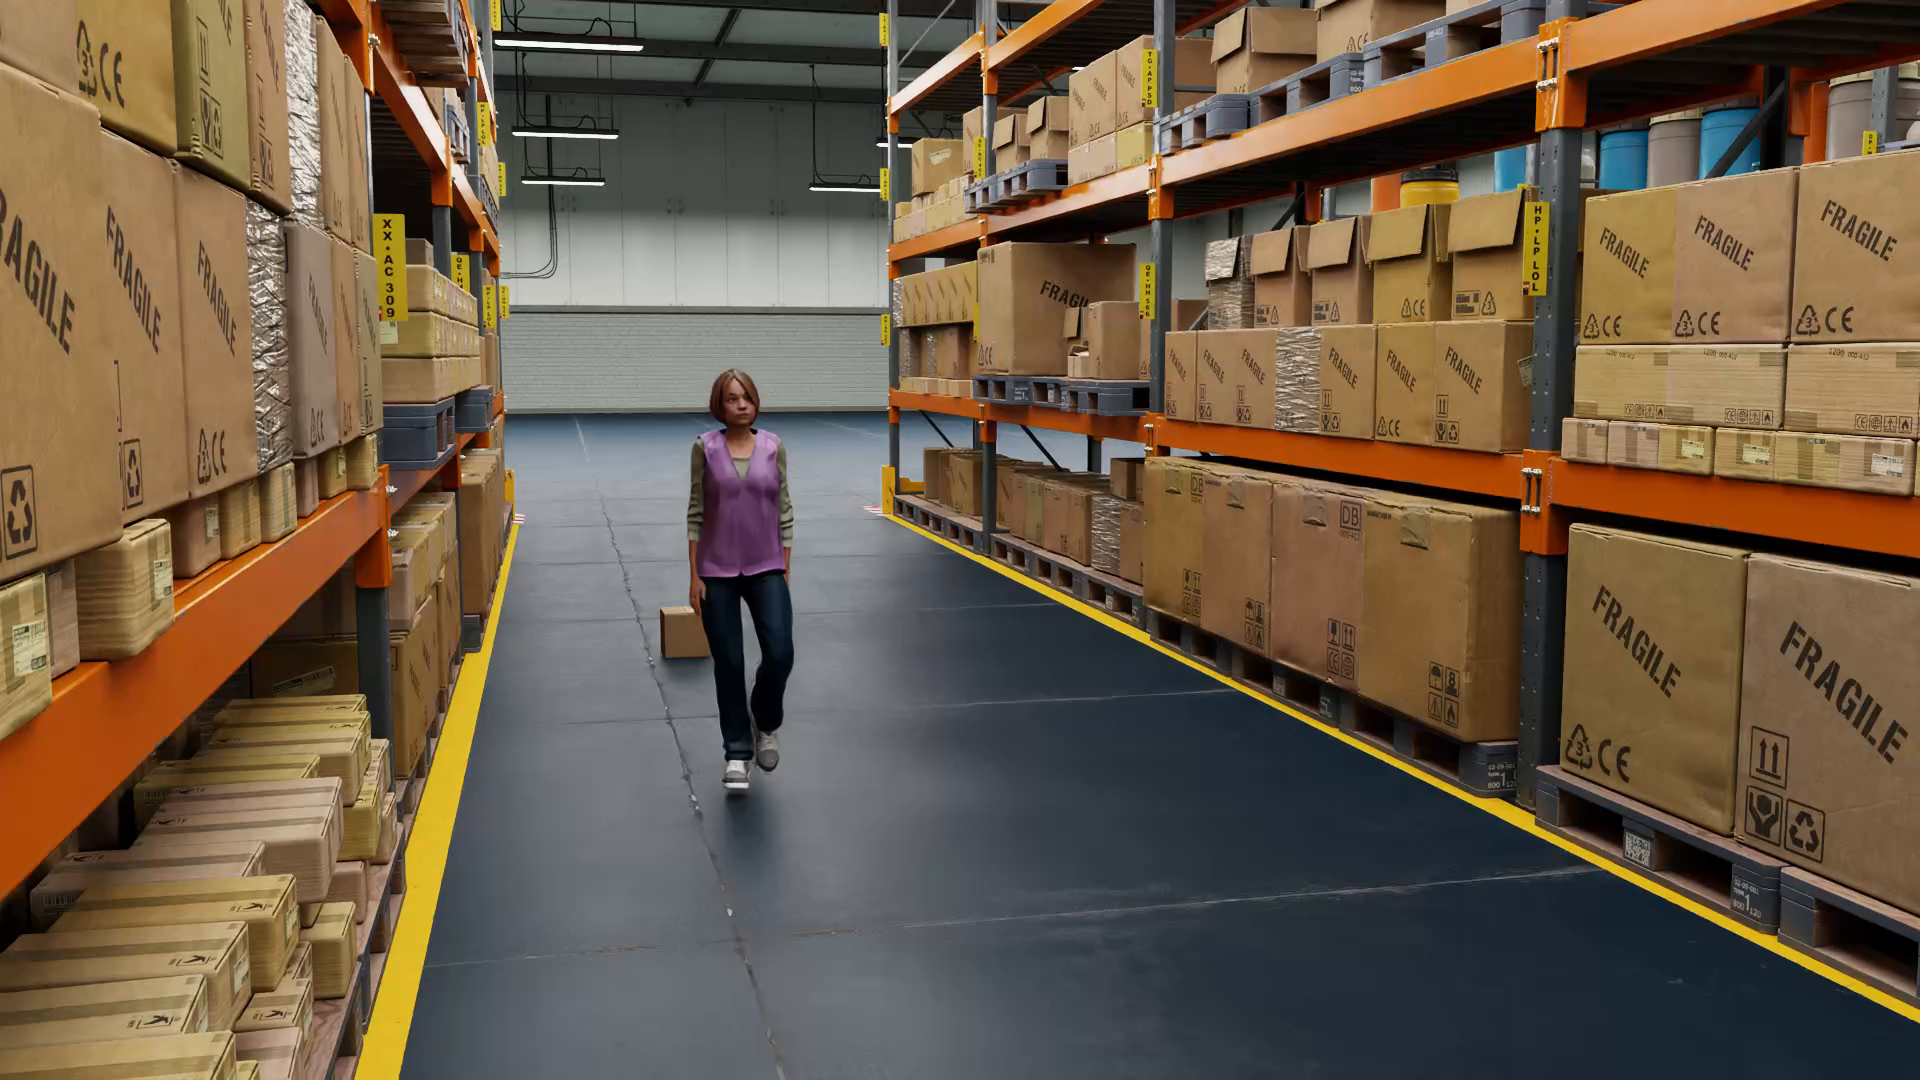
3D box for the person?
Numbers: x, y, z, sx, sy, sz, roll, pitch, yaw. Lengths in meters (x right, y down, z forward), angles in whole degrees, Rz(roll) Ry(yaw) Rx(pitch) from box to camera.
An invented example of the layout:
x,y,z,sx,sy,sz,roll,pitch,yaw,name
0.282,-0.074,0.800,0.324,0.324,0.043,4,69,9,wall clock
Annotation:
x,y,z,sx,sy,sz,roll,pitch,yaw,name
-0.829,0.146,6.331,0.414,1.591,0.421,-1,6,-10,person
